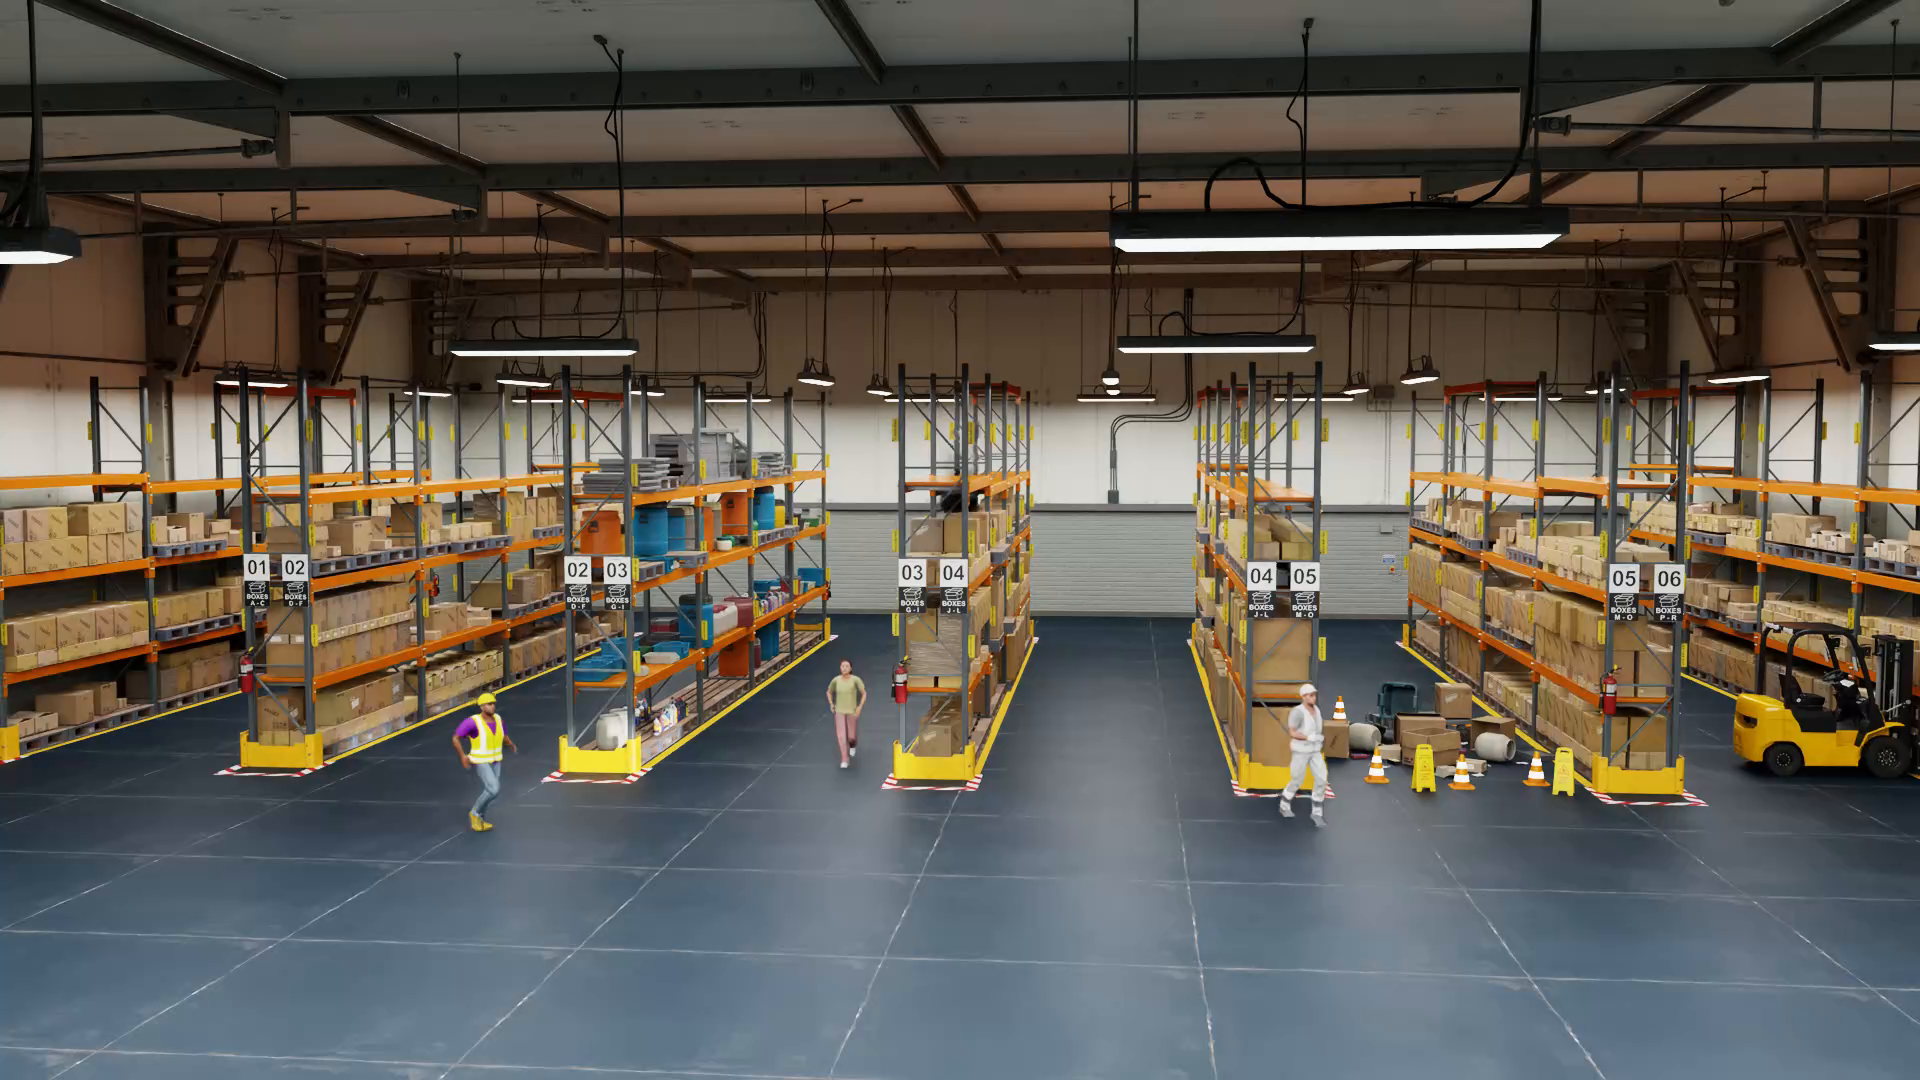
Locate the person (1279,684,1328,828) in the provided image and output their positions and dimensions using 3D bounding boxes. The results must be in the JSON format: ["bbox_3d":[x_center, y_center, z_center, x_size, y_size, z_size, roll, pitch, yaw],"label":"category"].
[{"bbox_3d":[4.428,2.757,21.252,0.680,1.864,0.775,-2,4,-33],"label":"person"}]

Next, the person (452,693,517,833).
[{"bbox_3d":[-5.908,2.789,20.878,0.633,1.735,0.700,2,4,30],"label":"person"}]

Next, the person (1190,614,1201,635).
[{"bbox_3d":[5.943,1.610,40.807,0.722,1.551,0.657,1,4,22],"label":"person"}]

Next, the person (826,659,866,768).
[{"bbox_3d":[-1.711,2.580,24.988,0.608,1.621,0.667,0,4,4],"label":"person"}]
